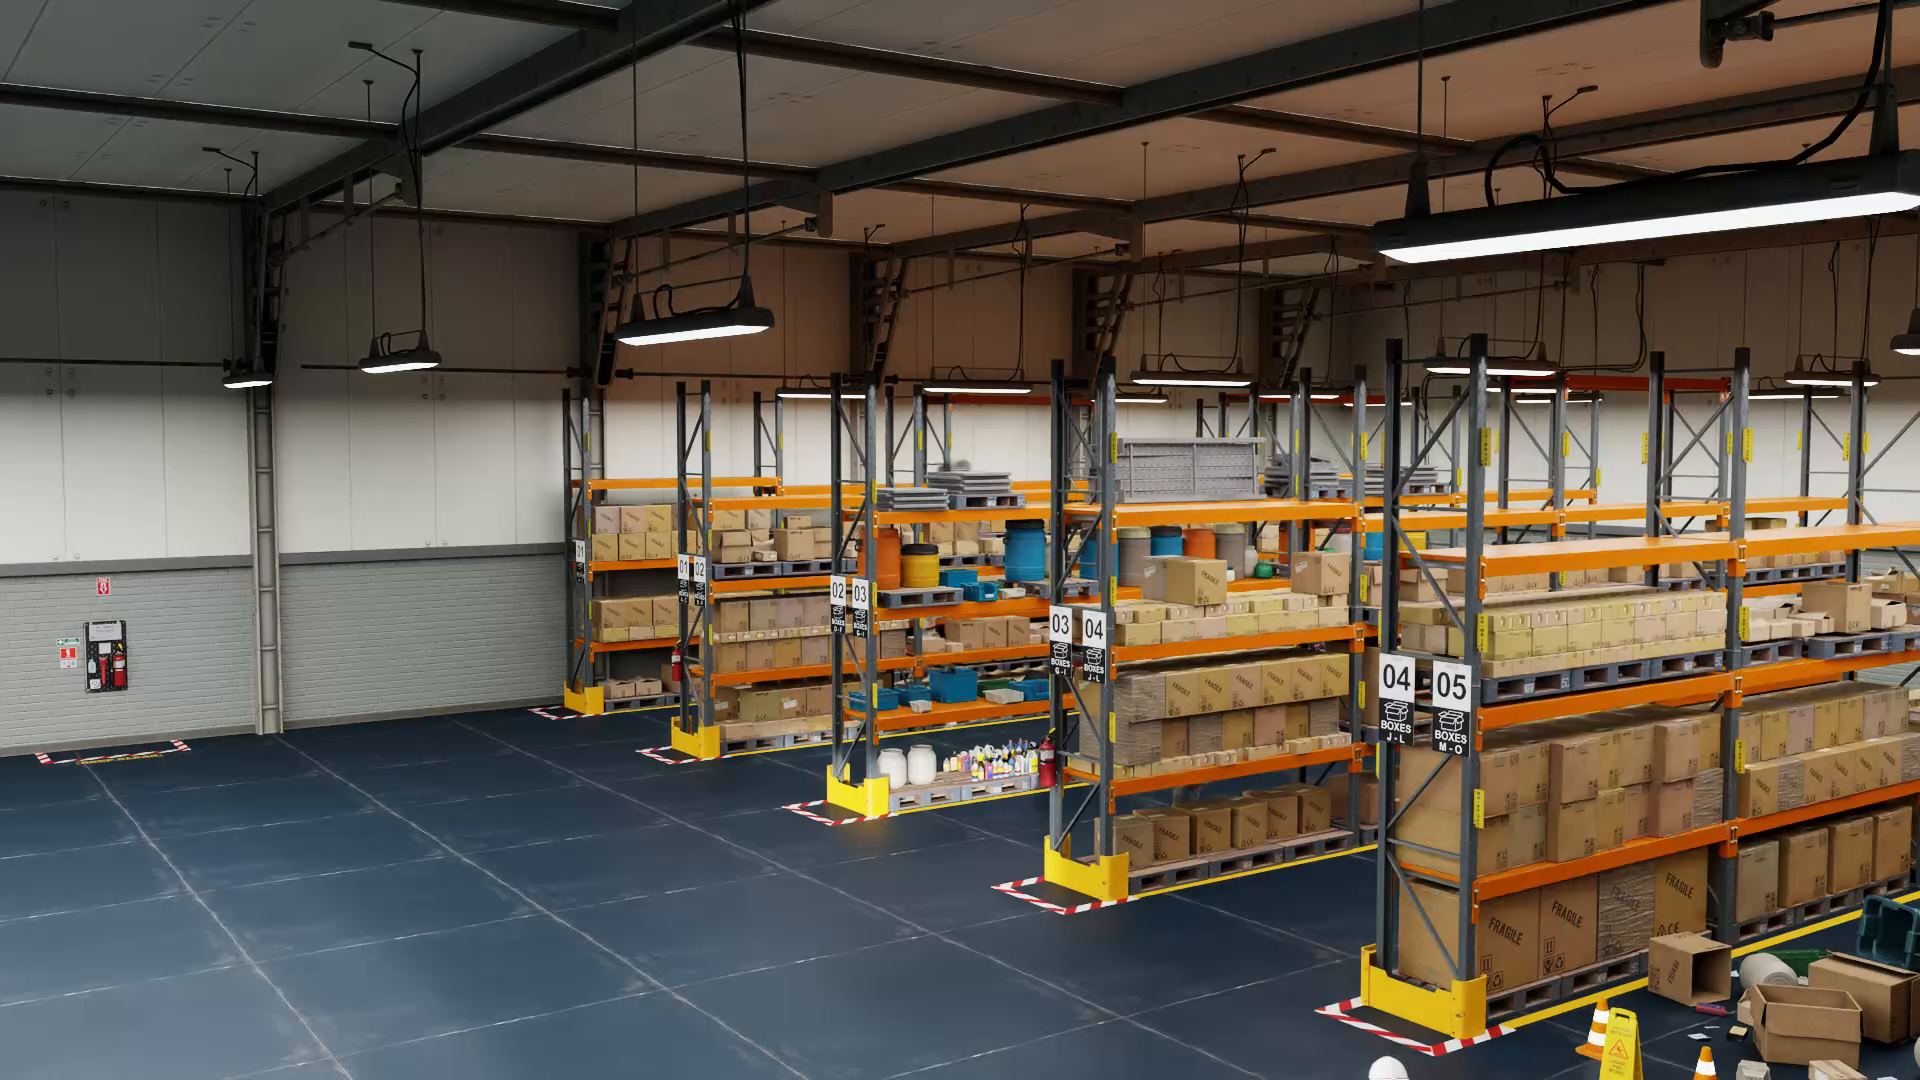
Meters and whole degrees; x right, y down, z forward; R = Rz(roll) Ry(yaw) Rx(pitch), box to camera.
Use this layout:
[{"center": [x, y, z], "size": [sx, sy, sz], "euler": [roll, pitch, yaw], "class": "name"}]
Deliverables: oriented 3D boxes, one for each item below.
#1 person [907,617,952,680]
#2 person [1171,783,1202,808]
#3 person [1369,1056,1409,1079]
[{"center": [-0.630, 1.947, 32.572], "size": [1.149, 1.806, 0.626], "euler": [-3, 5, -40], "class": "person"}, {"center": [3.073, 2.904, 22.491], "size": [0.691, 1.672, 0.599], "euler": [-3, 5, -40], "class": "person"}, {"center": [2.425, 3.716, 9.349], "size": [0.639, 1.713, 0.690], "euler": [1, 4, 15], "class": "person"}]
